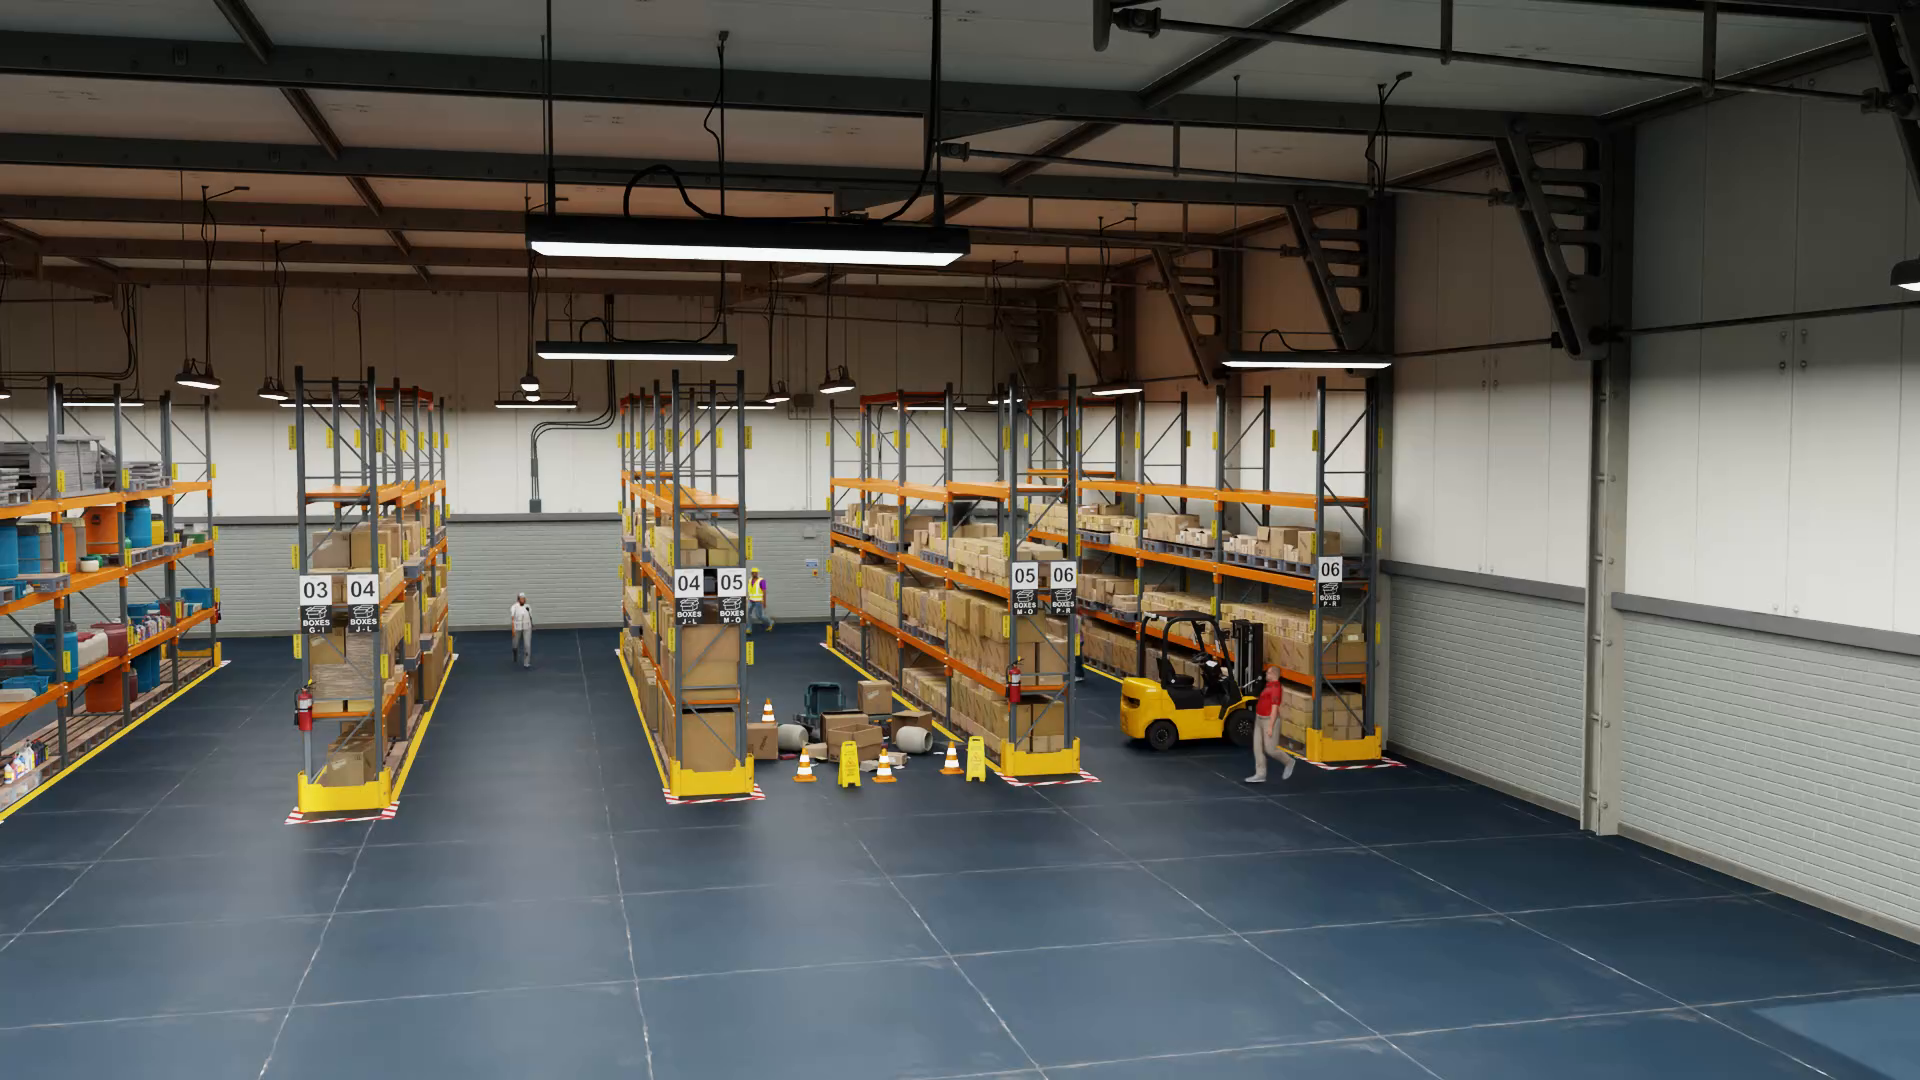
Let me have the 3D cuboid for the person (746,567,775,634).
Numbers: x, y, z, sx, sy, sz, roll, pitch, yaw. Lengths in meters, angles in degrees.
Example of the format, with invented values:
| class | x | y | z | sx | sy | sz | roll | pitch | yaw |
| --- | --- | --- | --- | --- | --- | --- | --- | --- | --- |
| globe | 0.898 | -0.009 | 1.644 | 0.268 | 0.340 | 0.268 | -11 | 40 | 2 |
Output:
| class | x | y | z | sx | sy | sz | roll | pitch | yaw |
| --- | --- | --- | --- | --- | --- | --- | --- | --- | --- |
| person | -5.285 | 1.561 | 43.083 | 0.898 | 1.726 | 0.681 | -3 | 5 | -43 |

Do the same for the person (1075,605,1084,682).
| class | x | y | z | sx | sy | sz | roll | pitch | yaw |
| --- | --- | --- | --- | --- | --- | --- | --- | --- | --- |
| person | 2.410 | 2.134 | 34.639 | 0.335 | 1.607 | 0.427 | -1 | 4 | -17 |

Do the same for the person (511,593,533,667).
| class | x | y | z | sx | sy | sz | roll | pitch | yaw |
| --- | --- | --- | --- | --- | --- | --- | --- | --- | --- |
| person | -9.704 | 1.979 | 36.853 | 0.488 | 1.625 | 0.665 | -1 | 4 | -15 |

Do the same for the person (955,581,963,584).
| class | x | y | z | sx | sy | sz | roll | pitch | yaw |
| --- | --- | --- | --- | --- | --- | --- | --- | --- | --- |
| person | -0.004 | 1.772 | 39.277 | 0.402 | 1.772 | 0.600 | -2 | 4 | -28 |

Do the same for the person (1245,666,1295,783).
| class | x | y | z | sx | sy | sz | roll | pitch | yaw |
| --- | --- | --- | --- | --- | --- | --- | --- | --- | --- |
| person | 4.553 | 2.688 | 24.278 | 0.704 | 1.705 | 0.517 | -2 | 4 | -31 |
